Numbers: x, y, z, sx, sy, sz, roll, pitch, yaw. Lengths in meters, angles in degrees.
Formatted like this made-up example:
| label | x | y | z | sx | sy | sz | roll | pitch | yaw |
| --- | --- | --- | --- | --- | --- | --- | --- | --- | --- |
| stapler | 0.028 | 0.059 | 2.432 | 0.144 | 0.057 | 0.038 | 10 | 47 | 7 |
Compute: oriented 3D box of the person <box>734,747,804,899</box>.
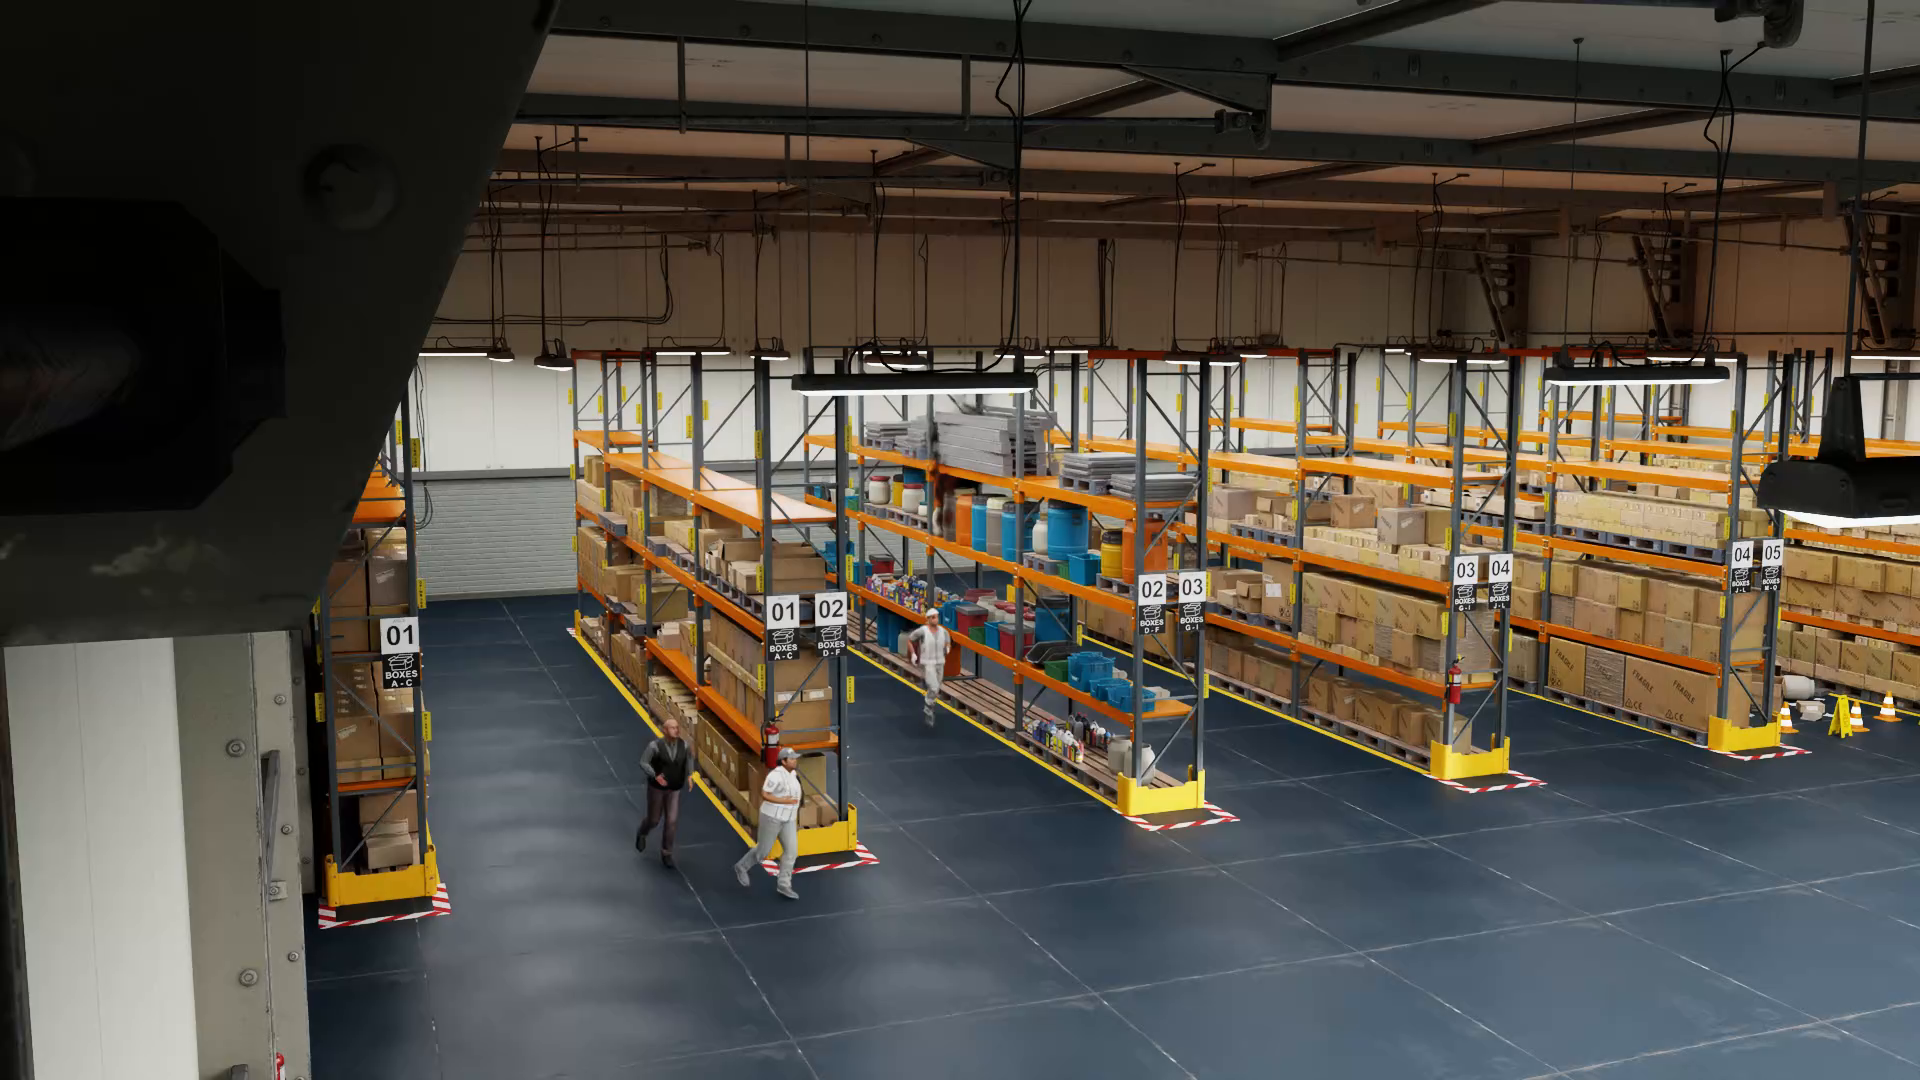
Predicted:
| label | x | y | z | sx | sy | sz | roll | pitch | yaw |
| --- | --- | --- | --- | --- | --- | --- | --- | --- | --- |
| person | -2.072 | 3.178 | 18.970 | 0.897 | 1.643 | 0.648 | 5 | 9 | 35 |

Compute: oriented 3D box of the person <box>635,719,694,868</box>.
| label | x | y | z | sx | sy | sz | roll | pitch | yaw |
| --- | --- | --- | --- | --- | --- | --- | --- | --- | --- |
| person | -3.515 | 3.004 | 20.078 | 0.707 | 1.716 | 0.851 | -4 | 8 | -27 |

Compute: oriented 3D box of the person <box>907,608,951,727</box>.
| label | x | y | z | sx | sy | sz | roll | pitch | yaw |
| --- | --- | --- | --- | --- | --- | --- | --- | --- | --- |
| person | -0.409 | 1.975 | 25.723 | 0.641 | 1.837 | 0.690 | -4 | 8 | -31 |
